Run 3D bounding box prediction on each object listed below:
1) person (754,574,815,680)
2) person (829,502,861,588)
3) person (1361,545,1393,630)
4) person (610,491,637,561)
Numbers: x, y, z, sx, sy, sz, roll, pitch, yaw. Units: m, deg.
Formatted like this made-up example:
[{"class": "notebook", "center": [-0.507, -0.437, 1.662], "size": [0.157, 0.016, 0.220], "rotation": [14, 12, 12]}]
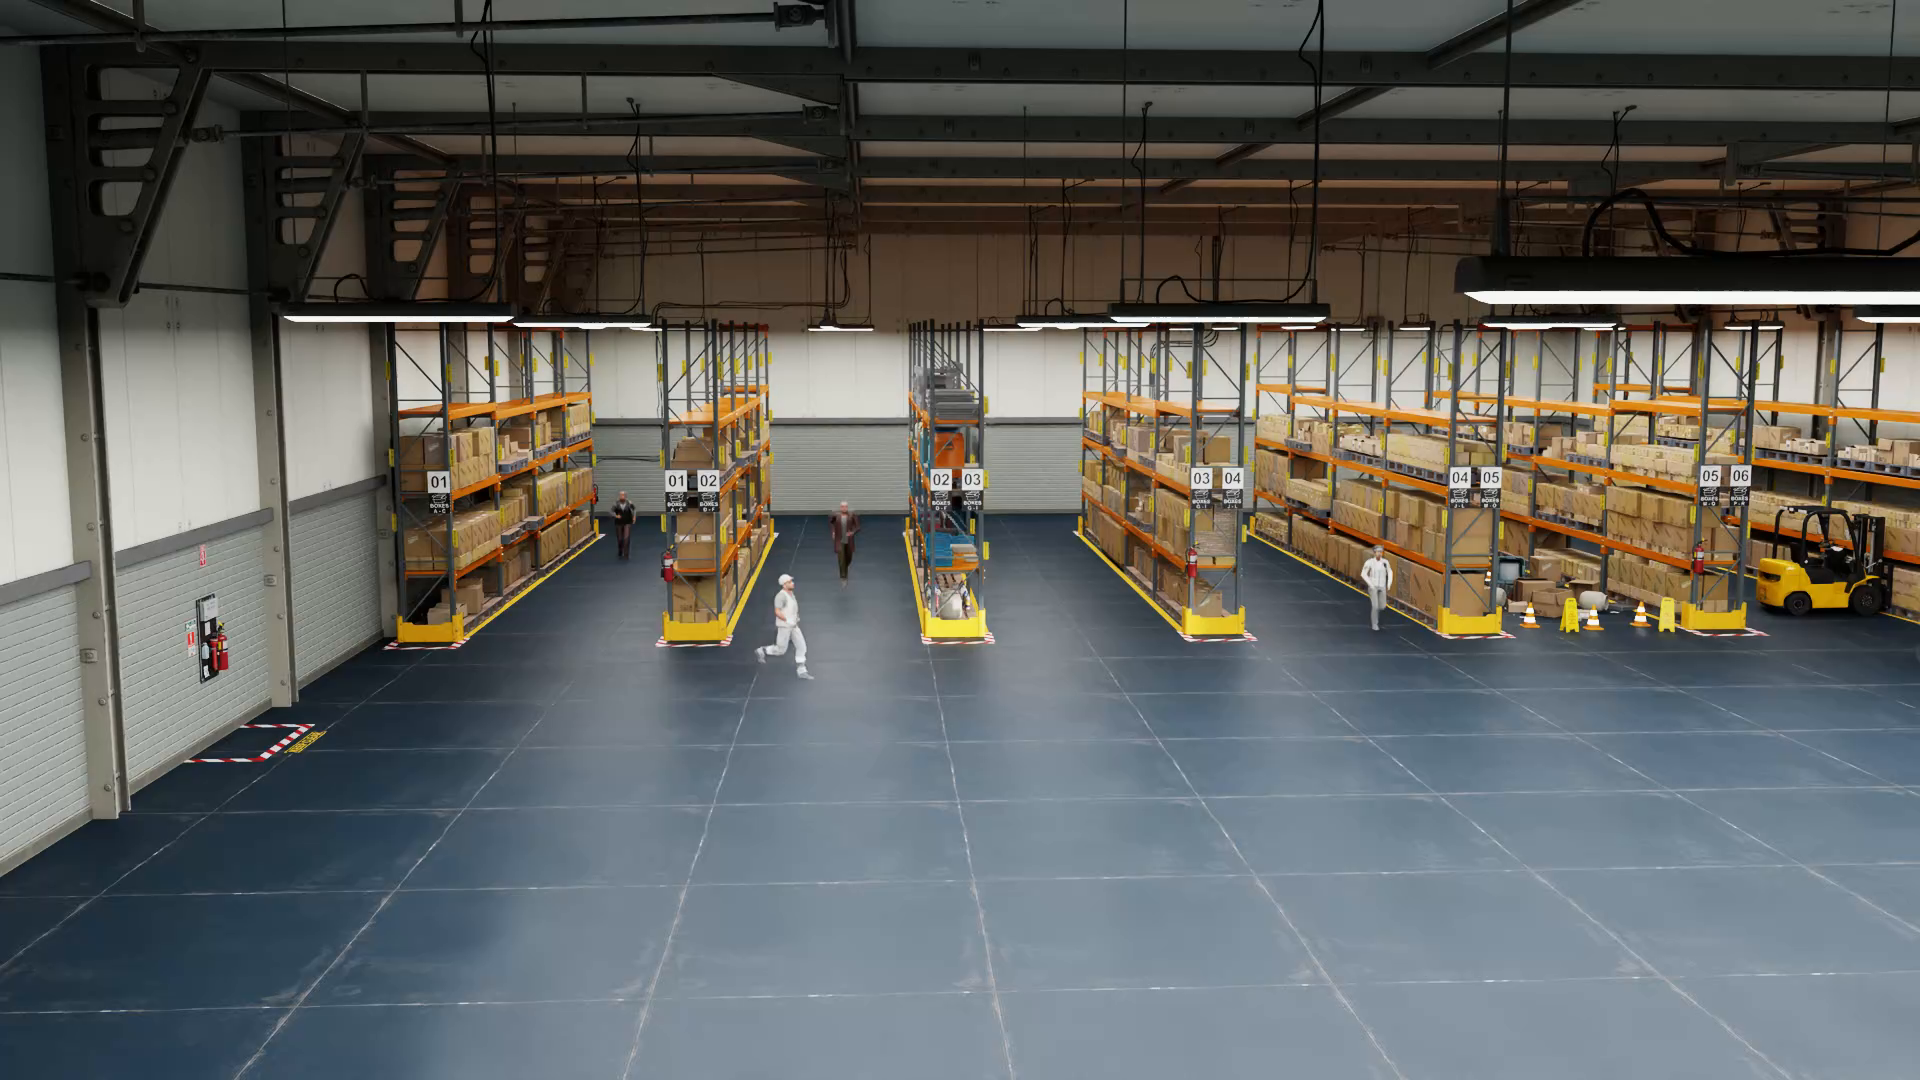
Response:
[{"class": "person", "center": [-2.901, 1.452, 27.755], "size": [0.989, 1.767, 0.634], "rotation": [3, 8, 22]}, {"class": "person", "center": [-2.525, 0.062, 36.510], "size": [0.674, 1.816, 1.187], "rotation": [-1, 7, -10]}, {"class": "person", "center": [8.144, 0.907, 32.483], "size": [0.643, 1.664, 0.557], "rotation": [0, 7, -4]}, {"class": "person", "center": [-8.601, -0.379, 42.491], "size": [0.676, 1.751, 0.854], "rotation": [-1, 7, -10]}]
